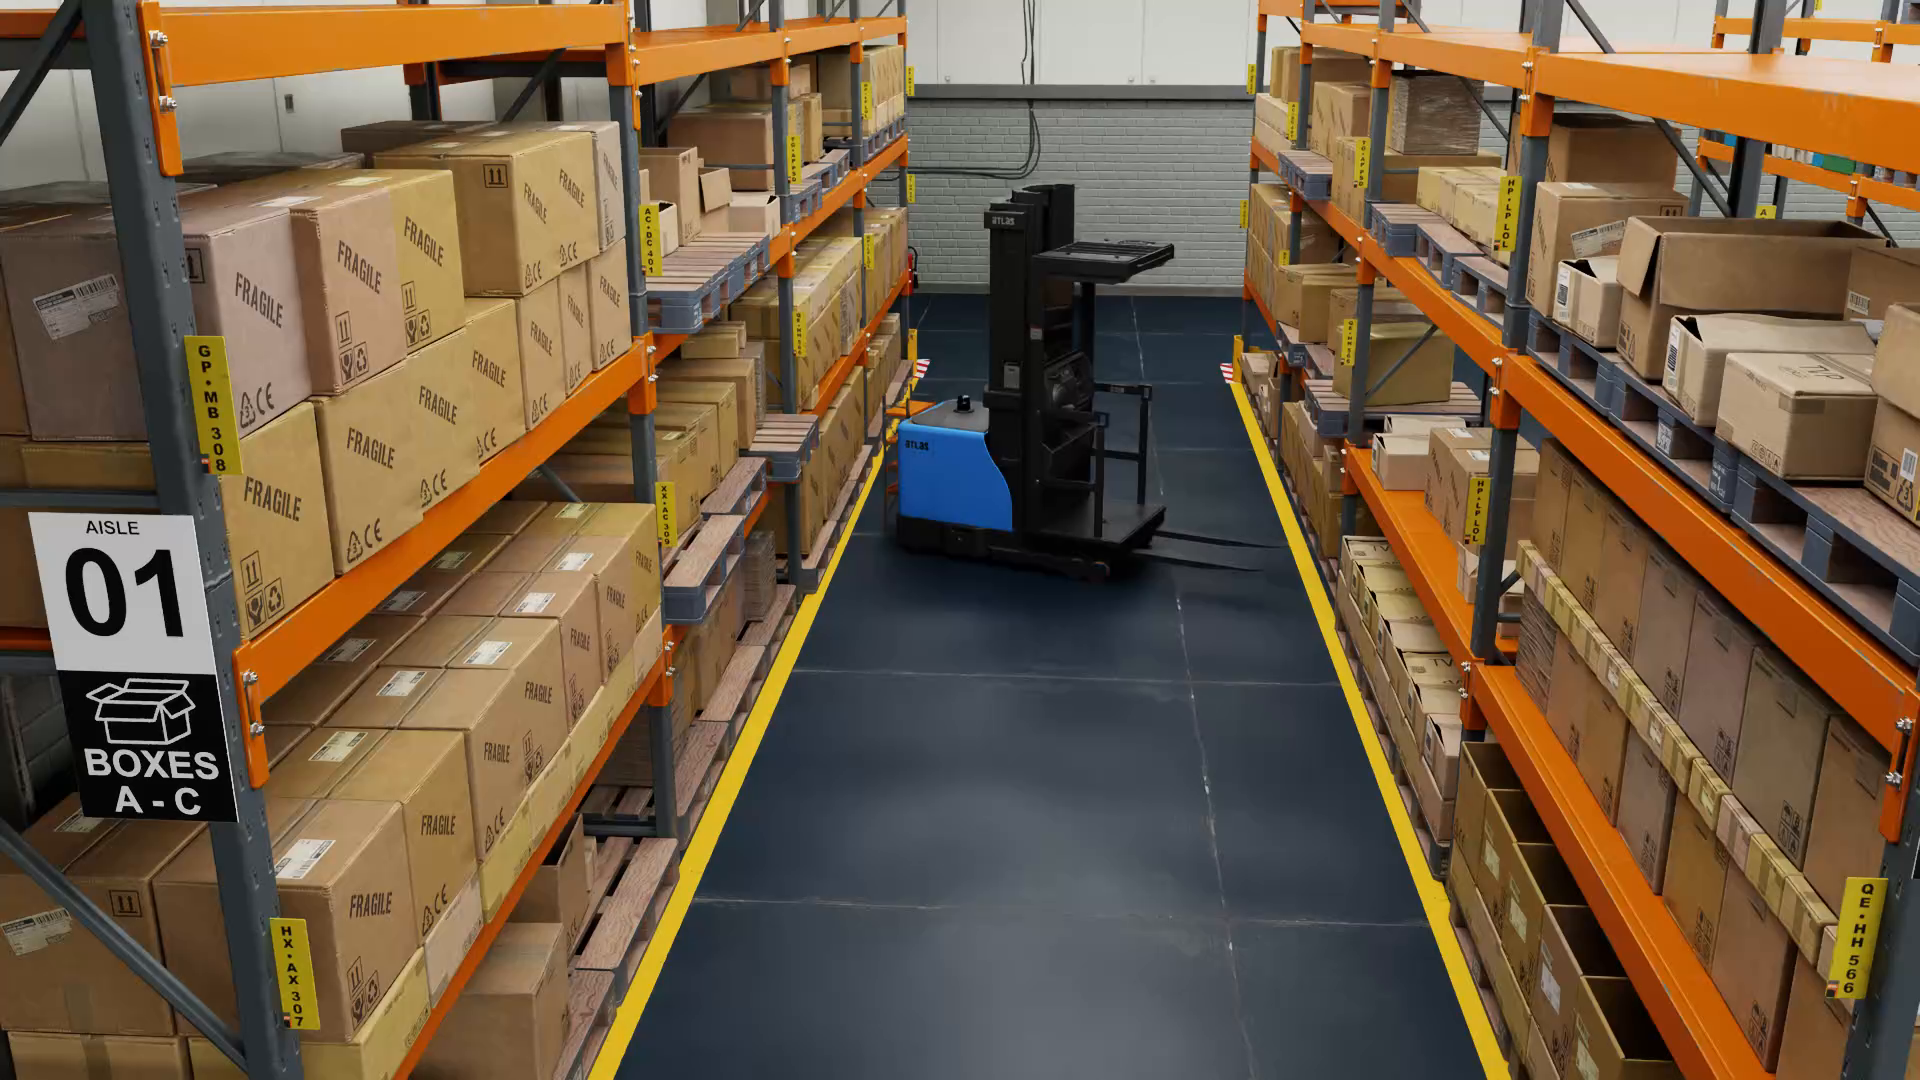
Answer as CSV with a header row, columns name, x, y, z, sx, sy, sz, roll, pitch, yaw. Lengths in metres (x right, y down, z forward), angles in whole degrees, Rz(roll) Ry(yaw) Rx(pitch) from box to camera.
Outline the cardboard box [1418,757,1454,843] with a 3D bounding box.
name,x,y,z,sx,sy,sz,roll,pitch,yaw
cardboard box,2.708,1.360,8.698,0.500,0.250,0.500,1,18,3

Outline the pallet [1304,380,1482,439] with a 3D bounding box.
name,x,y,z,sx,sy,sz,roll,pitch,yaw
pallet,3.232,-0.975,12.390,1.213,0.211,1.003,1,18,4

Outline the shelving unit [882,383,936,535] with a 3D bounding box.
name,x,y,z,sx,sy,sz,roll,pitch,yaw
shelving unit,-0.423,-0.675,14.056,0.258,1.200,0.503,8,20,24

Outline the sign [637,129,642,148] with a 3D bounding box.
name,x,y,z,sx,sy,sz,roll,pitch,yaw
sign,-2.240,-2.688,11.533,0.100,0.325,0.005,1,18,4

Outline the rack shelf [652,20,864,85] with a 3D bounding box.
name,x,y,z,sx,sy,sz,roll,pitch,yaw
rack shelf,-1.544,-3.904,13.183,1.077,0.370,4.000,1,18,4

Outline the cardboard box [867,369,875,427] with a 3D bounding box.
name,x,y,z,sx,sy,sz,roll,pitch,yaw
cardboard box,-1.245,-1.448,16.864,0.700,0.500,0.500,2,18,5

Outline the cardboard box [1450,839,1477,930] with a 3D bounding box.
name,x,y,z,sx,sy,sz,roll,pitch,yaw
cardboard box,2.631,1.632,7.866,0.500,0.250,0.500,1,18,4

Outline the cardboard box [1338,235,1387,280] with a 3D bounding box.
name,x,y,z,sx,sy,sz,roll,pitch,yaw
cardboard box,3.855,-2.759,15.761,0.500,0.500,0.500,2,18,5

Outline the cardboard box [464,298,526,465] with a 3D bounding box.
name,x,y,z,sx,sy,sz,roll,pitch,yaw
cardboard box,-1.863,-0.554,5.787,0.500,0.500,0.500,2,18,7

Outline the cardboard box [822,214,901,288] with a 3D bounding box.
name,x,y,z,sx,sy,sz,roll,pitch,yaw
cardboard box,-1.182,-3.206,18.409,0.980,0.700,0.700,1,18,3

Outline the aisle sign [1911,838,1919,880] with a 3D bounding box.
name,x,y,z,sx,sy,sz,roll,pitch,yaw
aisle sign,2.383,0.409,3.684,0.394,0.787,0.004,1,18,4

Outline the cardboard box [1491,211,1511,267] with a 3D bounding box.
name,x,y,z,sx,sy,sz,roll,pitch,yaw
cardboard box,3.057,-1.528,8.517,0.500,0.250,0.500,0,18,-1

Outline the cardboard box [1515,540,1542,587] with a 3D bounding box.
name,x,y,z,sx,sy,sz,roll,pitch,yaw
cardboard box,2.755,0.111,7.564,0.380,0.149,0.250,1,18,4

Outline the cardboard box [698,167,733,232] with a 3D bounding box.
name,x,y,z,sx,sy,sz,roll,pitch,yaw
cardboard box,-1.873,-2.047,10.339,0.797,0.503,0.637,4,19,12

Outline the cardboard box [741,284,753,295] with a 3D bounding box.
name,x,y,z,sx,sy,sz,roll,pitch,yaw
cardboard box,-1.873,-1.826,12.804,0.500,0.250,0.500,1,18,2

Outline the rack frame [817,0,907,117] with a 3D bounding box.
name,x,y,z,sx,sy,sz,roll,pitch,yaw
rack frame,-1.114,-6.299,18.696,1.000,3.000,0.127,1,18,4

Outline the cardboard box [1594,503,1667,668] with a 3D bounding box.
name,x,y,z,sx,sy,sz,roll,pitch,yaw
cardboard box,2.870,0.174,6.330,0.700,0.500,0.500,1,18,4

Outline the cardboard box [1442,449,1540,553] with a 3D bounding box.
name,x,y,z,sx,sy,sz,roll,pitch,yaw
cardboard box,3.112,-0.217,9.607,0.500,0.500,0.500,1,18,4

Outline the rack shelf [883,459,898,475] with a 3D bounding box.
name,x,y,z,sx,sy,sz,roll,pitch,yaw
rack shelf,-0.423,-0.611,14.077,0.258,0.148,0.480,8,20,24

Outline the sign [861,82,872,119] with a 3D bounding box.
name,x,y,z,sx,sy,sz,roll,pitch,yaw
sign,-0.859,-4.018,15.214,0.100,0.325,0.005,1,18,4

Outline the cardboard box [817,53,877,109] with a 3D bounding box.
name,x,y,z,sx,sy,sz,roll,pitch,yaw
cardboard box,-1.070,-4.379,15.854,0.500,0.500,0.500,1,18,3

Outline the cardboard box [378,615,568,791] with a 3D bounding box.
name,x,y,z,sx,sy,sz,roll,pitch,yaw
cardboard box,-1.813,0.610,6.247,0.500,0.500,0.500,2,18,6

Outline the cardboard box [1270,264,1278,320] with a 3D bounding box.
name,x,y,z,sx,sy,sz,roll,pitch,yaw
cardboard box,3.356,-2.465,16.469,0.500,0.500,0.500,2,18,5

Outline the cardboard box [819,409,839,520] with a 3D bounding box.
name,x,y,z,sx,sy,sz,roll,pitch,yaw
cardboard box,-1.435,-0.639,13.835,0.750,0.750,0.750,1,18,4

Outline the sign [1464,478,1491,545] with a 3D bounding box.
name,x,y,z,sx,sy,sz,roll,pitch,yaw
sign,2.425,-0.134,7.782,0.100,0.325,0.005,1,18,4

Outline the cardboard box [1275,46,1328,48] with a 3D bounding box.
name,x,y,z,sx,sy,sz,roll,pitch,yaw
cardboard box,3.807,-5.127,18.170,0.700,0.500,0.500,1,18,4

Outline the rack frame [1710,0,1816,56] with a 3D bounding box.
name,x,y,z,sx,sy,sz,roll,pitch,yaw
rack frame,8.768,-6.078,18.021,1.000,3.000,0.127,1,18,4

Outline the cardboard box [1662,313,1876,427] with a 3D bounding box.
name,x,y,z,sx,sy,sz,roll,pitch,yaw
cardboard box,2.540,-0.555,5.227,0.500,0.311,0.500,3,18,10

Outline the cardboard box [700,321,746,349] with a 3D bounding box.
name,x,y,z,sx,sy,sz,roll,pitch,yaw
cardboard box,-1.682,-1.421,11.533,0.380,0.149,0.250,-1,18,-3

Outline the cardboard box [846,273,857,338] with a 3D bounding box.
name,x,y,z,sx,sy,sz,roll,pitch,yaw
cardboard box,-1.209,-2.097,14.835,0.500,0.500,0.500,1,18,4

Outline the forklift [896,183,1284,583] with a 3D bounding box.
name,x,y,z,sx,sy,sz,roll,pitch,yaw
forklift,1.038,-1.248,13.025,3.031,2.935,1.130,8,20,24

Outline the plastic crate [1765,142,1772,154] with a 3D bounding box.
name,x,y,z,sx,sy,sz,roll,pitch,yaw
plastic crate,8.384,-4.155,17.068,0.504,0.338,0.767,1,18,4

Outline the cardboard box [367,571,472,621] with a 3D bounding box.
name,x,y,z,sx,sy,sz,roll,pitch,yaw
cardboard box,-2.298,0.440,6.766,0.500,0.500,0.500,2,18,5

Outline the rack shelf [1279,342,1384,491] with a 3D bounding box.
name,x,y,z,sx,sy,sz,roll,pitch,yaw
rack shelf,3.397,-1.134,13.721,1.077,0.370,4.000,1,18,4

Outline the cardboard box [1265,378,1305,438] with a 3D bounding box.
name,x,y,z,sx,sy,sz,roll,pitch,yaw
cardboard box,3.298,-1.301,16.385,0.500,0.500,0.500,1,18,4

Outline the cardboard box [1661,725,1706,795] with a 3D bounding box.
name,x,y,z,sx,sy,sz,roll,pitch,yaw
cardboard box,2.609,0.749,5.617,0.380,0.149,0.250,2,18,5

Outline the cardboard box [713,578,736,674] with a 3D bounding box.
name,x,y,z,sx,sy,sz,roll,pitch,yaw
cardboard box,-1.847,0.552,10.729,0.700,0.500,0.500,1,18,4

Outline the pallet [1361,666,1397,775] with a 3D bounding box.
name,x,y,z,sx,sy,sz,roll,pitch,yaw
pallet,3.066,1.103,10.217,1.003,0.211,1.213,1,18,4

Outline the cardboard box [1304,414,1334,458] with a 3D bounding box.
name,x,y,z,sx,sy,sz,roll,pitch,yaw
cardboard box,3.156,-0.863,13.843,0.500,0.250,0.500,1,18,3

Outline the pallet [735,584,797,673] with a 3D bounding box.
name,x,y,z,sx,sy,sz,roll,pitch,yaw
pallet,-1.745,0.604,11.741,1.003,0.211,1.213,1,18,4

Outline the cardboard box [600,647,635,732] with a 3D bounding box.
name,x,y,z,sx,sy,sz,roll,pitch,yaw
cardboard box,-1.750,0.649,7.335,0.500,0.250,0.500,1,18,4

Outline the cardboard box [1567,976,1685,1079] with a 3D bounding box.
name,x,y,z,sx,sy,sz,roll,pitch,yaw
cardboard box,2.479,1.897,5.854,0.500,0.500,0.500,1,18,4

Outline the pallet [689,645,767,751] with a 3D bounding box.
name,x,y,z,sx,sy,sz,roll,pitch,yaw
pallet,-1.835,0.982,10.588,1.003,0.211,1.213,1,18,4

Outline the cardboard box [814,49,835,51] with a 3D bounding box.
name,x,y,z,sx,sy,sz,roll,pitch,yaw
cardboard box,-1.531,-4.709,16.862,0.500,0.500,0.500,1,18,2

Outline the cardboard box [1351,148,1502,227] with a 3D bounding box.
name,x,y,z,sx,sy,sz,roll,pitch,yaw
cardboard box,3.251,-2.464,11.646,0.910,0.500,0.500,1,18,4

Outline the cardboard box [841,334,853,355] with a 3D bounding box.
name,x,y,z,sx,sy,sz,roll,pitch,yaw
cardboard box,-1.161,-1.743,14.797,0.380,0.149,0.250,1,18,4

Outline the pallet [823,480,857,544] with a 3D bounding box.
name,x,y,z,sx,sy,sz,roll,pitch,yaw
pallet,-1.466,-0.260,14.377,1.003,0.211,1.213,1,18,4

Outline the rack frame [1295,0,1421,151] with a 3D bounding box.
name,x,y,z,sx,sy,sz,roll,pitch,yaw
rack frame,3.541,-4.948,14.571,1.000,3.000,0.127,1,18,4

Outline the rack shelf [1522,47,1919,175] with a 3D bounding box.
name,x,y,z,sx,sy,sz,roll,pitch,yaw
rack shelf,2.824,-1.310,5.266,1.077,0.370,4.000,1,18,4

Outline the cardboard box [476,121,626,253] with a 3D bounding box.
name,x,y,z,sx,sy,sz,roll,pitch,yaw
cardboard box,-1.740,-1.517,7.121,0.500,0.500,0.500,0,18,-1

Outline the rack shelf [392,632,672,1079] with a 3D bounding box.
name,x,y,z,sx,sy,sz,roll,pitch,yaw
rack shelf,-2.118,1.241,6.472,1.077,0.370,4.000,1,18,4

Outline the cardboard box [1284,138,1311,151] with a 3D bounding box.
name,x,y,z,sx,sy,sz,roll,pitch,yaw
cardboard box,3.310,-3.608,15.540,0.500,0.250,0.500,1,18,4

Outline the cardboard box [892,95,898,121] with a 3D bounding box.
name,x,y,z,sx,sy,sz,roll,pitch,yaw
cardboard box,-0.938,-4.655,17.900,0.500,0.250,0.500,1,18,2

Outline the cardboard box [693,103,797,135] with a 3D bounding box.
name,x,y,z,sx,sy,sz,roll,pitch,yaw
cardboard box,-1.672,-3.135,12.989,0.700,0.500,0.500,2,18,7

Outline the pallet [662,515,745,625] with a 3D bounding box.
name,x,y,z,sx,sy,sz,roll,pitch,yaw
pallet,-1.774,0.136,9.000,1.003,0.211,1.213,1,18,4
